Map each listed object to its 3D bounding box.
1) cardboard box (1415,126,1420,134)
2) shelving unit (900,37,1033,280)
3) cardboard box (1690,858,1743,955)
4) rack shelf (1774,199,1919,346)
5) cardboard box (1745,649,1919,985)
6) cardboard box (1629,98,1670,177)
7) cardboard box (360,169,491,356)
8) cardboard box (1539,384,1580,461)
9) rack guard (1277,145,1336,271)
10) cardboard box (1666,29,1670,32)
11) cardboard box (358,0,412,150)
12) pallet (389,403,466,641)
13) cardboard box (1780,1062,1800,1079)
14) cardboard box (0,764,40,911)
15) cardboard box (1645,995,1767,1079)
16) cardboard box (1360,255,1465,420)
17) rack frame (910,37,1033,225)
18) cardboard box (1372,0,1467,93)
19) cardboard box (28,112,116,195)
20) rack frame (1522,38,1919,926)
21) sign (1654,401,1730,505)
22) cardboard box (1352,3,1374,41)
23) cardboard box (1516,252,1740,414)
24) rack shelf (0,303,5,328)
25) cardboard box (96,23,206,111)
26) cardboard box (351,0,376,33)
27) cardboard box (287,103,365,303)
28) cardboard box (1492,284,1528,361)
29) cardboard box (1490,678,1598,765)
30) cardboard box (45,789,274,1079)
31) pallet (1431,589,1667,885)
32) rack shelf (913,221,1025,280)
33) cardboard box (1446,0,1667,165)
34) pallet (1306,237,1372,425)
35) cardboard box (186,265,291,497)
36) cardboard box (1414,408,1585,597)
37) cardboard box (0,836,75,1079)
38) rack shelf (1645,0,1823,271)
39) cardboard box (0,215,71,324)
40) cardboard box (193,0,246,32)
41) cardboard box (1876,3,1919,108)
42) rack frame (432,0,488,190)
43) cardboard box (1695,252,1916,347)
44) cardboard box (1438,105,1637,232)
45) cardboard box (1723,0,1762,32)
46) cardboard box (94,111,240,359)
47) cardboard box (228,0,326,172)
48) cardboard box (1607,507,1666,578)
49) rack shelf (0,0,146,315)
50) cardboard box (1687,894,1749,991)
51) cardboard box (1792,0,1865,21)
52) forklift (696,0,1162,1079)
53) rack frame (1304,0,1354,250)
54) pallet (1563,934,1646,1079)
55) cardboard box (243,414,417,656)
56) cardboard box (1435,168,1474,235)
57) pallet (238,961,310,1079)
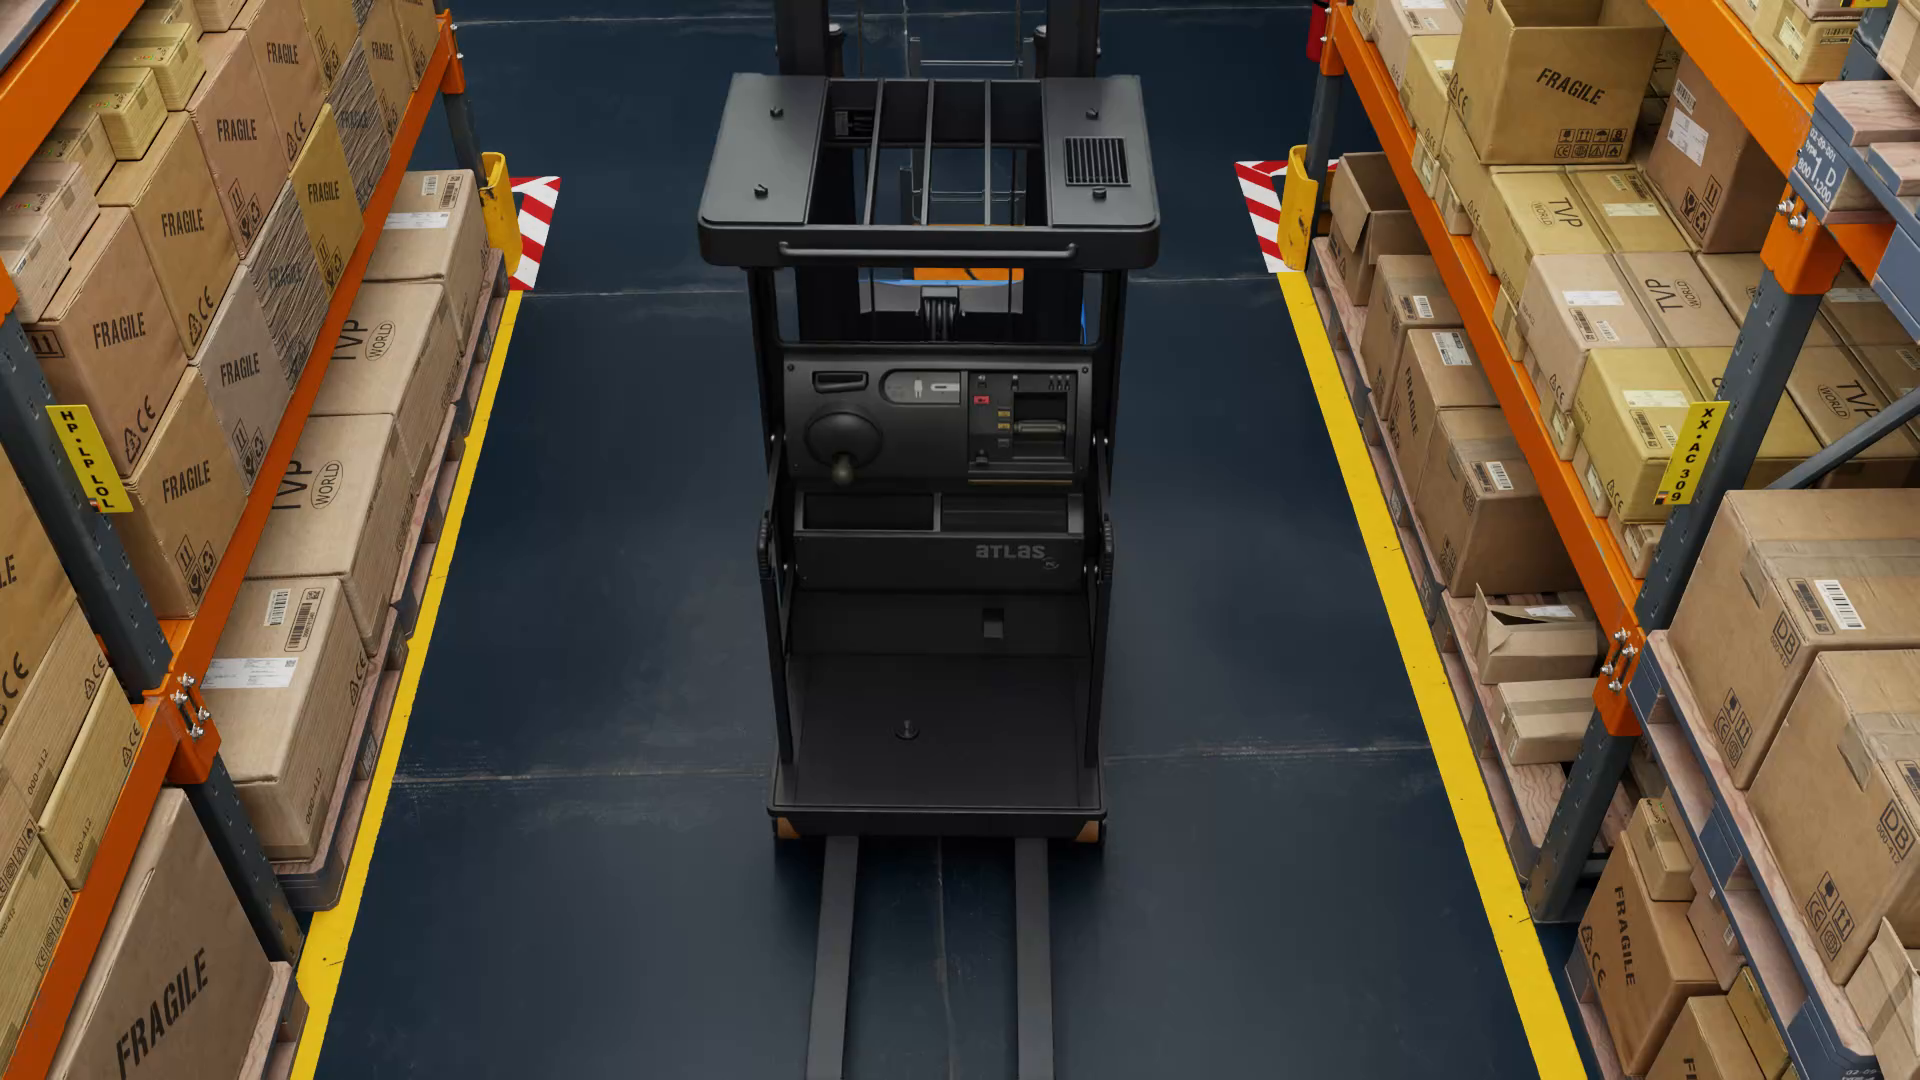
[{"bbox_3d":[1.995,-1.593,6.454,0.380,0.149,0.250,-1,43,-1],"label":"cardboard box"},{"bbox_3d":[0.041,-1.141,6.884,0.587,1.500,1.083,1,43,1],"label":"shelving unit"},{"bbox_3d":[2.164,0.928,4.357,0.380,0.149,0.250,-4,43,-4],"label":"cardboard box"},{"bbox_3d":[2.441,0.596,2.193,1.077,0.370,4.000,-2,43,-2],"label":"rack shelf"},{"bbox_3d":[2.175,0.577,3.516,0.700,0.500,0.500,-1,43,-1],"label":"cardboard box"},{"bbox_3d":[2.529,-1.330,5.872,0.500,0.250,0.500,-2,43,-2],"label":"cardboard box"},{"bbox_3d":[-2.645,-1.237,7.465,0.875,0.438,0.875,-3,43,-3],"label":"cardboard box"},{"bbox_3d":[2.022,-0.379,5.130,0.380,0.149,0.250,-1,43,-1],"label":"cardboard box"},{"bbox_3d":[2.189,-1.641,8.171,1.175,0.500,0.348,-2,43,-2],"label":"rack guard"},{"bbox_3d":[2.491,-2.017,6.622,0.500,0.250,0.500,-2,43,-2],"label":"cardboard box"},{"bbox_3d":[-2.482,-1.849,6.473,0.500,0.500,0.500,-2,43,-3],"label":"cardboard box"},{"bbox_3d":[-2.612,-0.082,6.683,1.003,0.211,1.213,-2,43,-2],"label":"pallet"},{"bbox_3d":[2.242,1.406,4.055,0.380,0.149,0.250,-2,43,-3],"label":"cardboard box"},{"bbox_3d":[-2.313,0.730,3.475,0.500,0.250,0.500,-1,43,-1],"label":"cardboard box"},{"bbox_3d":[2.184,1.545,4.384,0.500,0.500,0.500,-2,43,-2],"label":"cardboard box"},{"bbox_3d":[2.115,-0.854,7.001,0.700,0.500,0.500,0,43,0],"label":"cardboard box"},{"bbox_3d":[0.048,-1.478,7.252,0.500,1.500,0.032,1,43,1],"label":"rack frame"},{"bbox_3d":[1.958,-2.014,6.618,0.500,0.250,0.500,-1,43,-1],"label":"cardboard box"},{"bbox_3d":[-2.437,-0.978,4.303,0.380,0.149,0.250,-2,43,-2],"label":"cardboard box"},{"bbox_3d":[2.356,0.086,4.436,1.000,3.000,0.127,-2,43,-2],"label":"rack frame"},{"bbox_3d":[1.814,-0.212,4.121,0.100,0.325,0.005,-2,43,-2],"label":"sign"},{"bbox_3d":[1.926,-2.292,7.216,0.380,0.149,0.250,-2,43,-2],"label":"cardboard box"},{"bbox_3d":[2.054,-0.643,5.122,0.500,0.250,0.500,-2,43,-2],"label":"cardboard box"},{"bbox_3d":[-2.518,0.741,2.034,1.077,0.370,4.000,-2,43,-2],"label":"rack shelf"},{"bbox_3d":[-2.369,-1.328,4.684,0.380,0.149,0.250,-3,43,-3],"label":"cardboard box"},{"bbox_3d":[-2.463,-2.204,6.121,0.500,0.500,0.500,-2,43,-2],"label":"cardboard box"},{"bbox_3d":[-2.415,-1.154,5.715,0.500,0.500,0.500,0,43,-1],"label":"cardboard box"},{"bbox_3d":[1.999,-0.729,5.511,0.380,0.149,0.250,-2,43,-2],"label":"cardboard box"},{"bbox_3d":[2.039,0.615,5.659,0.380,0.149,0.250,-3,43,-3],"label":"cardboard box"},{"bbox_3d":[-2.497,1.276,4.400,0.875,0.875,0.875,0,43,0],"label":"cardboard box"},{"bbox_3d":[2.327,0.651,5.884,1.003,0.211,1.213,-2,43,-2],"label":"pallet"},{"bbox_3d":[0.041,-1.002,6.999,0.538,0.185,1.000,1,43,1],"label":"rack shelf"},{"bbox_3d":[2.000,-1.618,5.631,0.500,0.500,0.500,-1,43,-1],"label":"cardboard box"},{"bbox_3d":[2.224,-0.997,7.681,1.003,0.211,1.213,-2,43,-2],"label":"pallet"},{"bbox_3d":[-2.379,-0.470,4.969,0.500,0.500,0.500,-1,43,-2],"label":"cardboard box"},{"bbox_3d":[2.159,-0.153,6.236,0.700,0.500,0.500,-3,43,-3],"label":"cardboard box"},{"bbox_3d":[-2.312,0.926,3.631,0.500,0.250,0.500,-2,43,-2],"label":"cardboard box"},{"bbox_3d":[2.271,-2.105,5.139,1.077,0.370,4.000,-2,43,-2],"label":"rack shelf"},{"bbox_3d":[-2.357,-0.634,3.928,0.380,0.149,0.250,-2,43,-2],"label":"cardboard box"},{"bbox_3d":[-2.403,-1.663,5.050,0.380,0.149,0.250,-2,43,-2],"label":"cardboard box"},{"bbox_3d":[1.971,-0.905,3.099,0.380,0.149,0.250,-1,43,-1],"label":"cardboard box"},{"bbox_3d":[-2.773,-2.469,7.224,1.000,3.000,0.127,-2,43,-2],"label":"rack frame"},{"bbox_3d":[2.576,-0.649,5.129,0.500,0.250,0.500,-2,43,-2],"label":"cardboard box"},{"bbox_3d":[2.025,-1.327,5.869,0.500,0.250,0.500,-3,43,-3],"label":"cardboard box"},{"bbox_3d":[2.038,-1.327,3.943,0.380,0.149,0.250,-2,43,-2],"label":"cardboard box"},{"bbox_3d":[-2.397,-0.844,4.637,0.500,0.500,0.500,-2,43,-2],"label":"cardboard box"},{"bbox_3d":[-2.426,-1.531,5.386,0.500,0.500,0.500,-2,43,-2],"label":"cardboard box"},{"bbox_3d":[2.090,-0.029,4.748,0.380,0.149,0.250,-1,43,-1],"label":"cardboard box"},{"bbox_3d":[-2.688,-1.960,4.980,1.077,0.370,4.000,-2,43,-2],"label":"rack shelf"},{"bbox_3d":[2.194,1.048,4.445,0.380,0.149,0.250,-3,43,-3],"label":"cardboard box"},{"bbox_3d":[2.085,-1.392,3.720,0.500,0.250,0.500,-1,43,-2],"label":"cardboard box"},{"bbox_3d":[-0.067,-0.275,4.881,1.130,2.935,3.031,1,43,1],"label":"forklift"},{"bbox_3d":[2.186,-2.614,7.382,1.000,3.000,0.127,-2,43,-2],"label":"rack frame"},{"bbox_3d":[2.428,1.662,4.780,1.003,0.211,1.213,-2,43,-2],"label":"pallet"},{"bbox_3d":[-2.561,-0.010,6.127,0.875,0.438,0.875,-3,43,-3],"label":"cardboard box"},{"bbox_3d":[1.962,-1.243,6.073,0.380,0.149,0.250,-1,43,-1],"label":"cardboard box"},{"bbox_3d":[-2.495,1.778,4.654,1.003,0.211,1.213,-2,43,-2],"label":"pallet"}]
